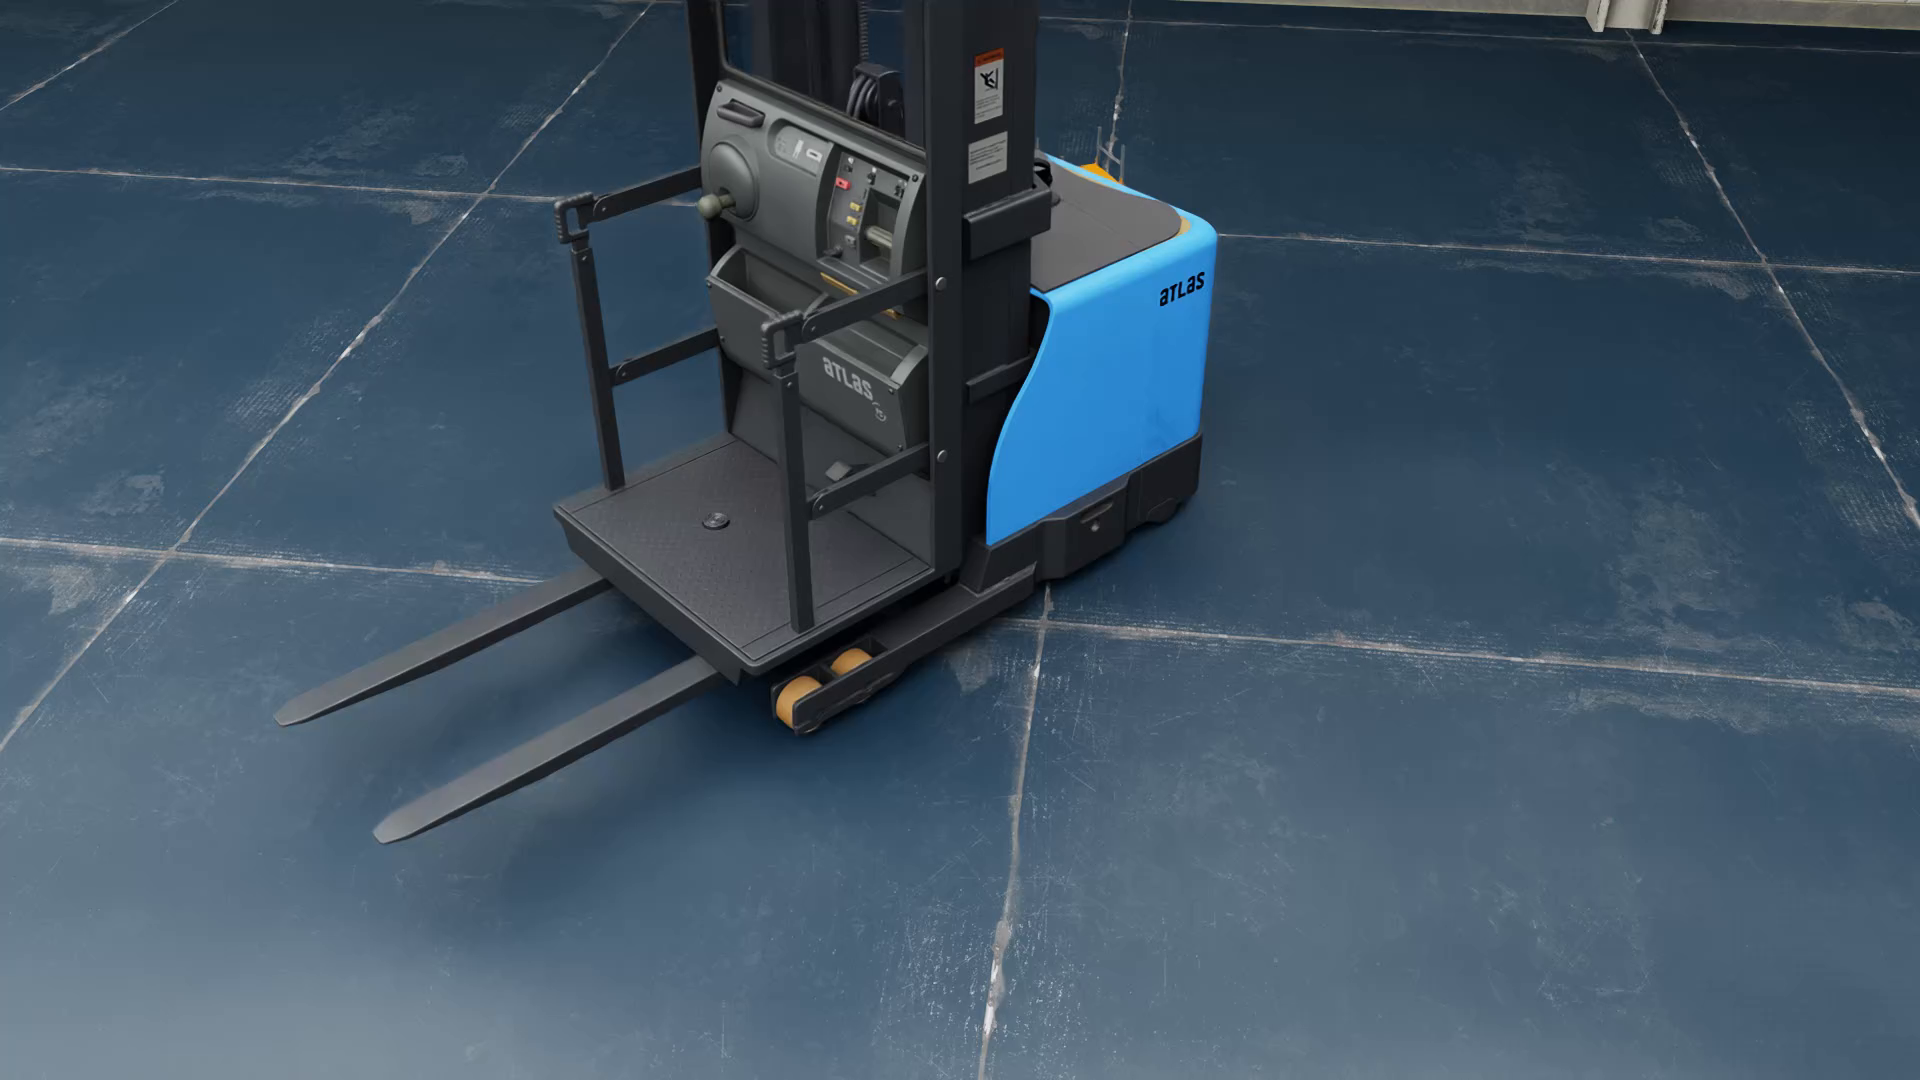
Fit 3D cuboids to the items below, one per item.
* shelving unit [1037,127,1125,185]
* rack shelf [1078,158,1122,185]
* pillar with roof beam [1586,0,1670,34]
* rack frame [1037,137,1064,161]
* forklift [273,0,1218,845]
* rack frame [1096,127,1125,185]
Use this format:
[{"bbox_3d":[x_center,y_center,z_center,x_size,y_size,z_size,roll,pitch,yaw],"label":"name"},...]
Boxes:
[{"bbox_3d":[0.432,-0.995,6.241,0.252,1.050,0.215,-14,38,-19],"label":"shelving unit"},{"bbox_3d":[0.432,-1.218,6.082,0.240,0.259,0.215,-14,38,-19],"label":"rack shelf"},{"bbox_3d":[3.503,-4.334,4.077,0.400,9.000,9.100,4,36,6],"label":"pillar with roof beam"},{"bbox_3d":[0.320,-0.967,6.201,0.008,1.050,0.200,-14,38,-19],"label":"rack frame"},{"bbox_3d":[-0.587,-0.964,4.577,3.031,2.935,1.130,-28,44,-33],"label":"forklift"},{"bbox_3d":[0.544,-1.023,6.280,0.008,1.050,0.200,-14,38,-19],"label":"rack frame"}]
